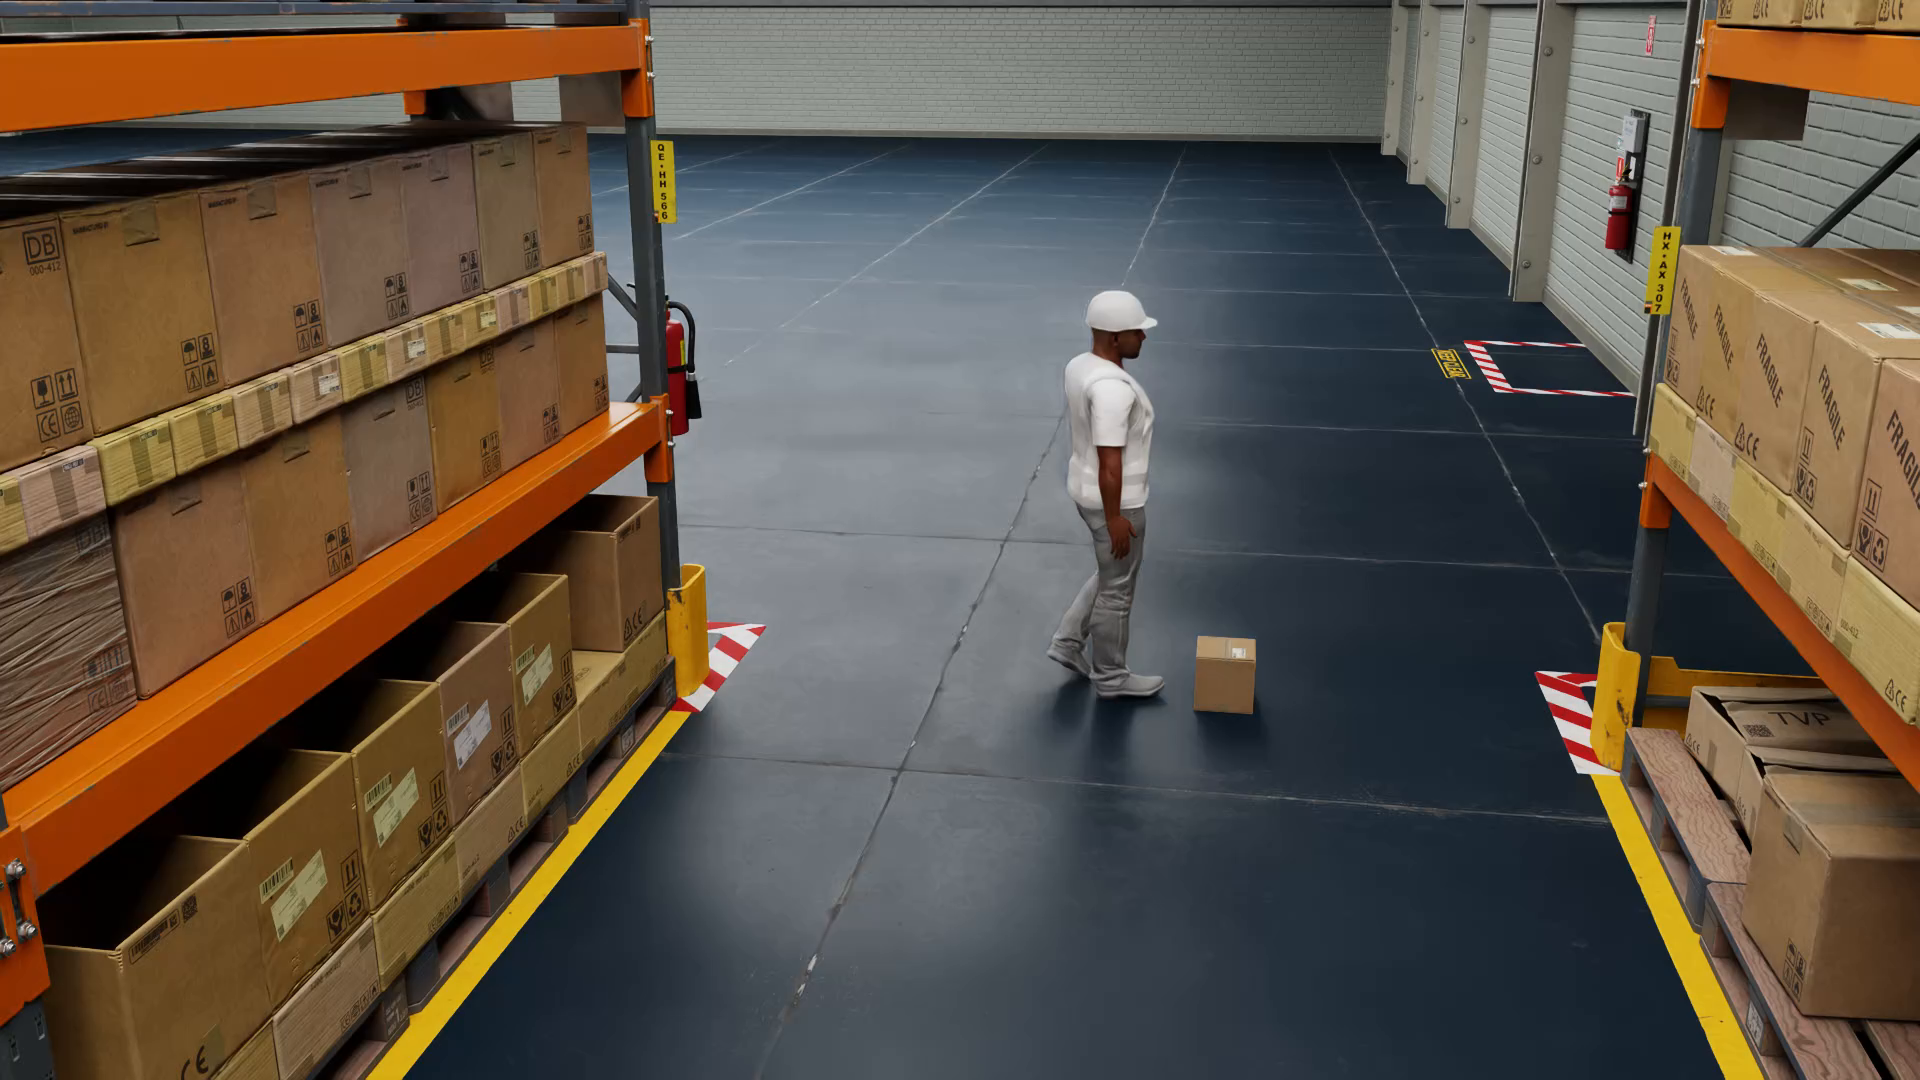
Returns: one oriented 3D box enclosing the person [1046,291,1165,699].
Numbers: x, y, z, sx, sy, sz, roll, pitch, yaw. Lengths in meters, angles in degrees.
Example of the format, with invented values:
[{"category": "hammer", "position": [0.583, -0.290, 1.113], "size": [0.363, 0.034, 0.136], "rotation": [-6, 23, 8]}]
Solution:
[{"category": "person", "position": [0.648, -0.169, 7.022], "size": [0.498, 1.776, 0.587], "rotation": [-3, 18, -11]}]
